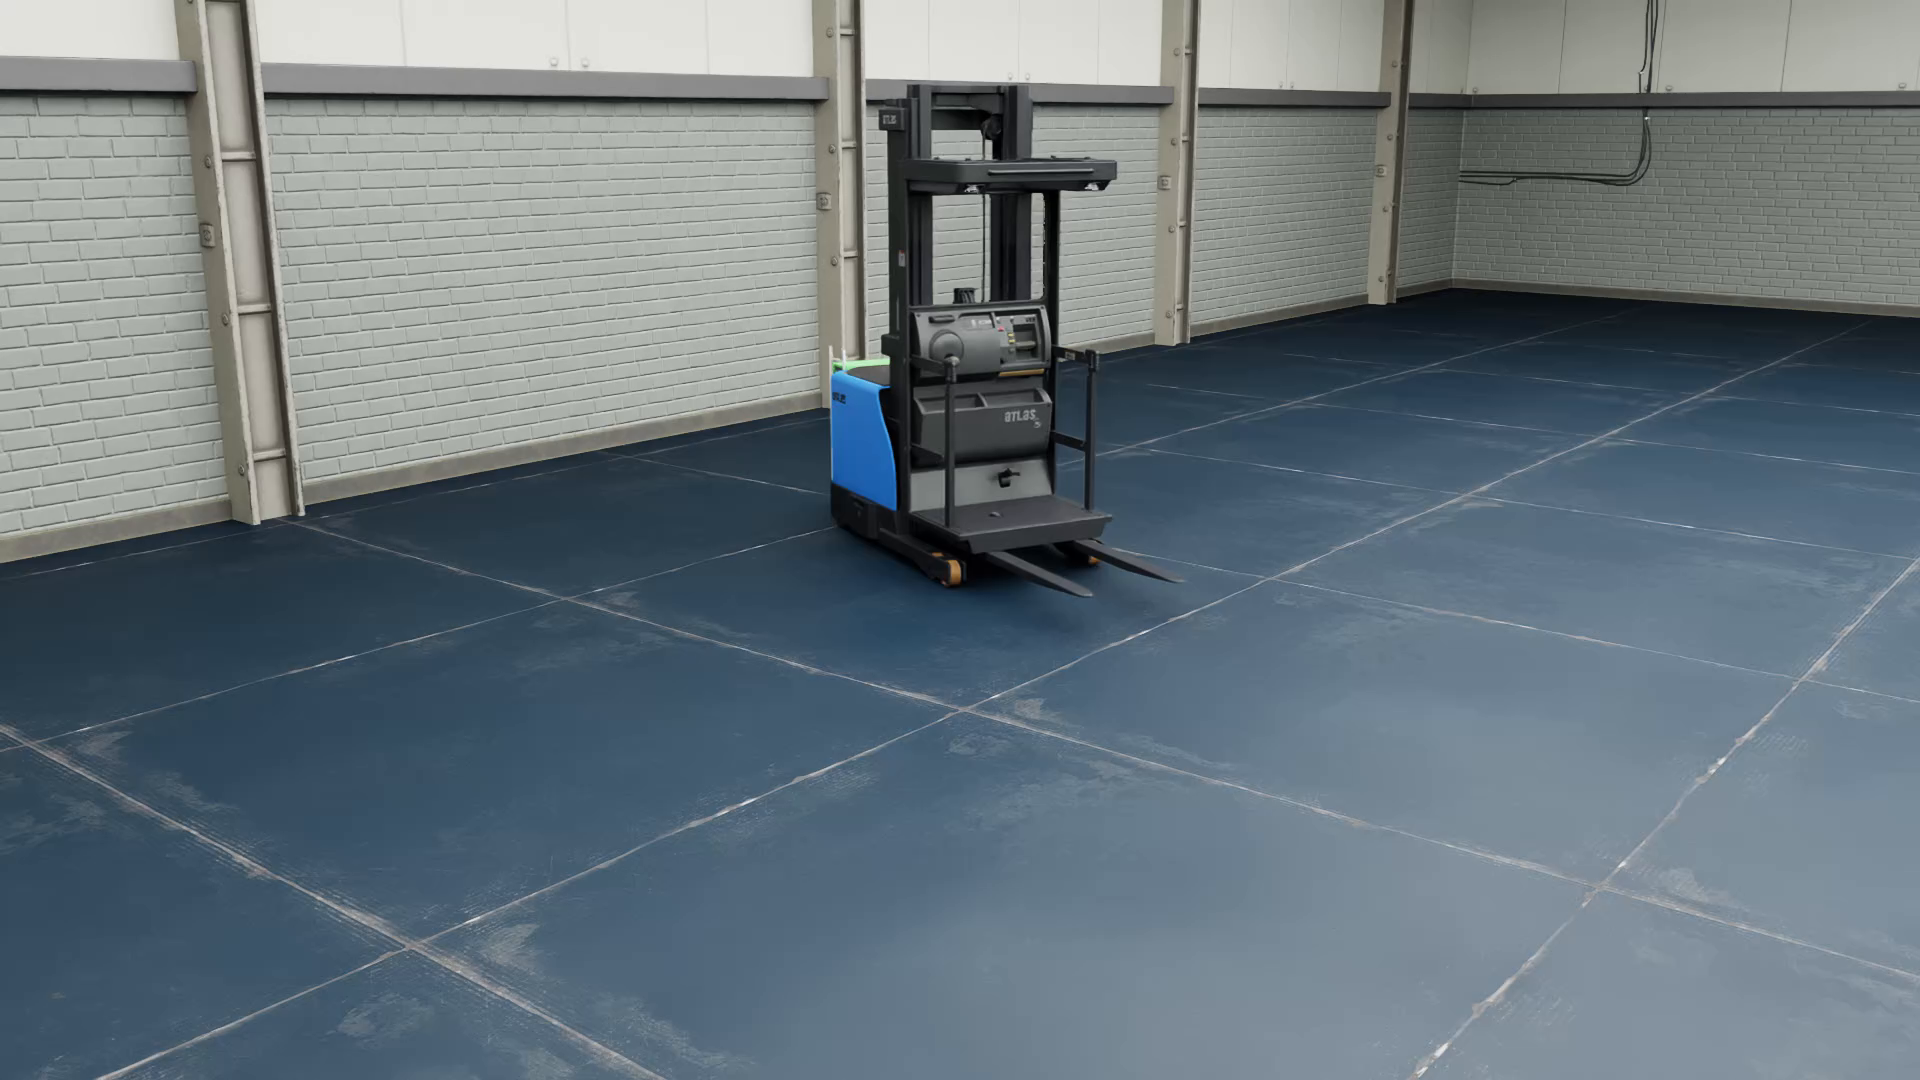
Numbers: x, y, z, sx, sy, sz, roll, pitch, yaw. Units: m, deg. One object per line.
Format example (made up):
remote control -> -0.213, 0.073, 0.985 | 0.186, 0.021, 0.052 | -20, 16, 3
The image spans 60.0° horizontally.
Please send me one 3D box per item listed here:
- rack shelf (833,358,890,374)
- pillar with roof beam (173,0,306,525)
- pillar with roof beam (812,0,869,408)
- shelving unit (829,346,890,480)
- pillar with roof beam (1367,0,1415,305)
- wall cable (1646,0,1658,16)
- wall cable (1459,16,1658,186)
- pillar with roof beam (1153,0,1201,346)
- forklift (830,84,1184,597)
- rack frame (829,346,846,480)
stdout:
rack shelf -> -0.632, -1.177, 11.630 | 0.480, 0.148, 0.258 | -8, 16, -28
pillar with roof beam -> -1.549, -3.861, 8.045 | 9.100, 9.000, 0.400 | 11, 18, 38
pillar with roof beam -> 2.222, -5.010, 12.568 | 9.100, 9.000, 0.400 | 11, 18, 38
shelving unit -> -0.632, -0.774, 11.732 | 0.503, 1.200, 0.258 | -8, 16, -28
pillar with roof beam -> 9.764, -7.308, 21.614 | 9.100, 9.000, 0.400 | 11, 18, 38
wall cable -> 11.400, -8.858, 23.765 | 3.097, 2.526, 0.112 | 11, 18, 38
wall cable -> 9.296, -6.829, 26.034 | 3.097, 2.526, 0.112 | 11, 18, 38
pillar with roof beam -> 5.993, -6.159, 17.091 | 9.100, 9.000, 0.400 | 11, 18, 38
forklift -> 0.249, -1.266, 10.153 | 1.130, 2.935, 3.031 | -8, 16, -27
rack frame -> -0.846, -0.745, 11.618 | 0.015, 1.200, 0.240 | -8, 16, -28
